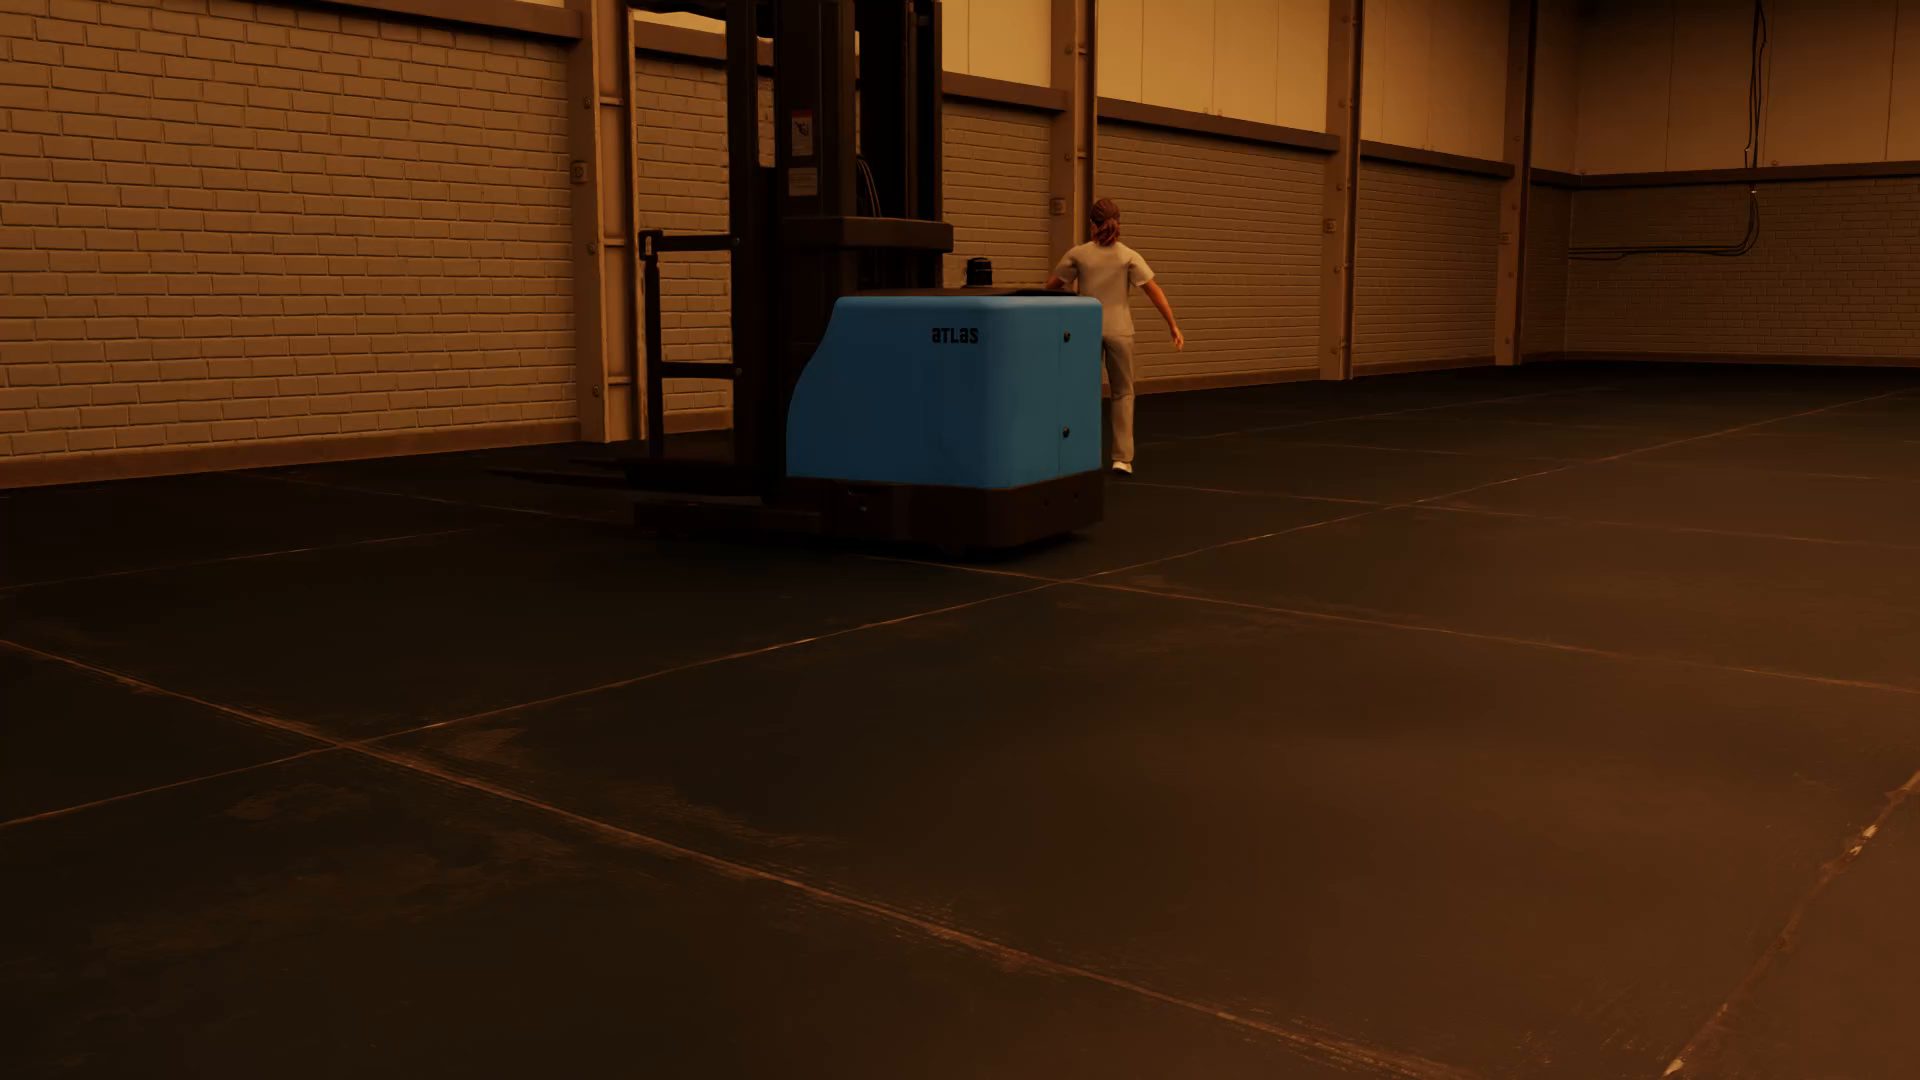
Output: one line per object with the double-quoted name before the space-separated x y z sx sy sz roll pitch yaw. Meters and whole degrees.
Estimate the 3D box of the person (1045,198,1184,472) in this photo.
"person" 0.905 -1.200 10.027 0.888 1.679 0.680 1 8 9

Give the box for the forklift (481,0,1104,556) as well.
"forklift" -0.894 -1.513 7.624 3.031 2.935 1.130 5 9 29
